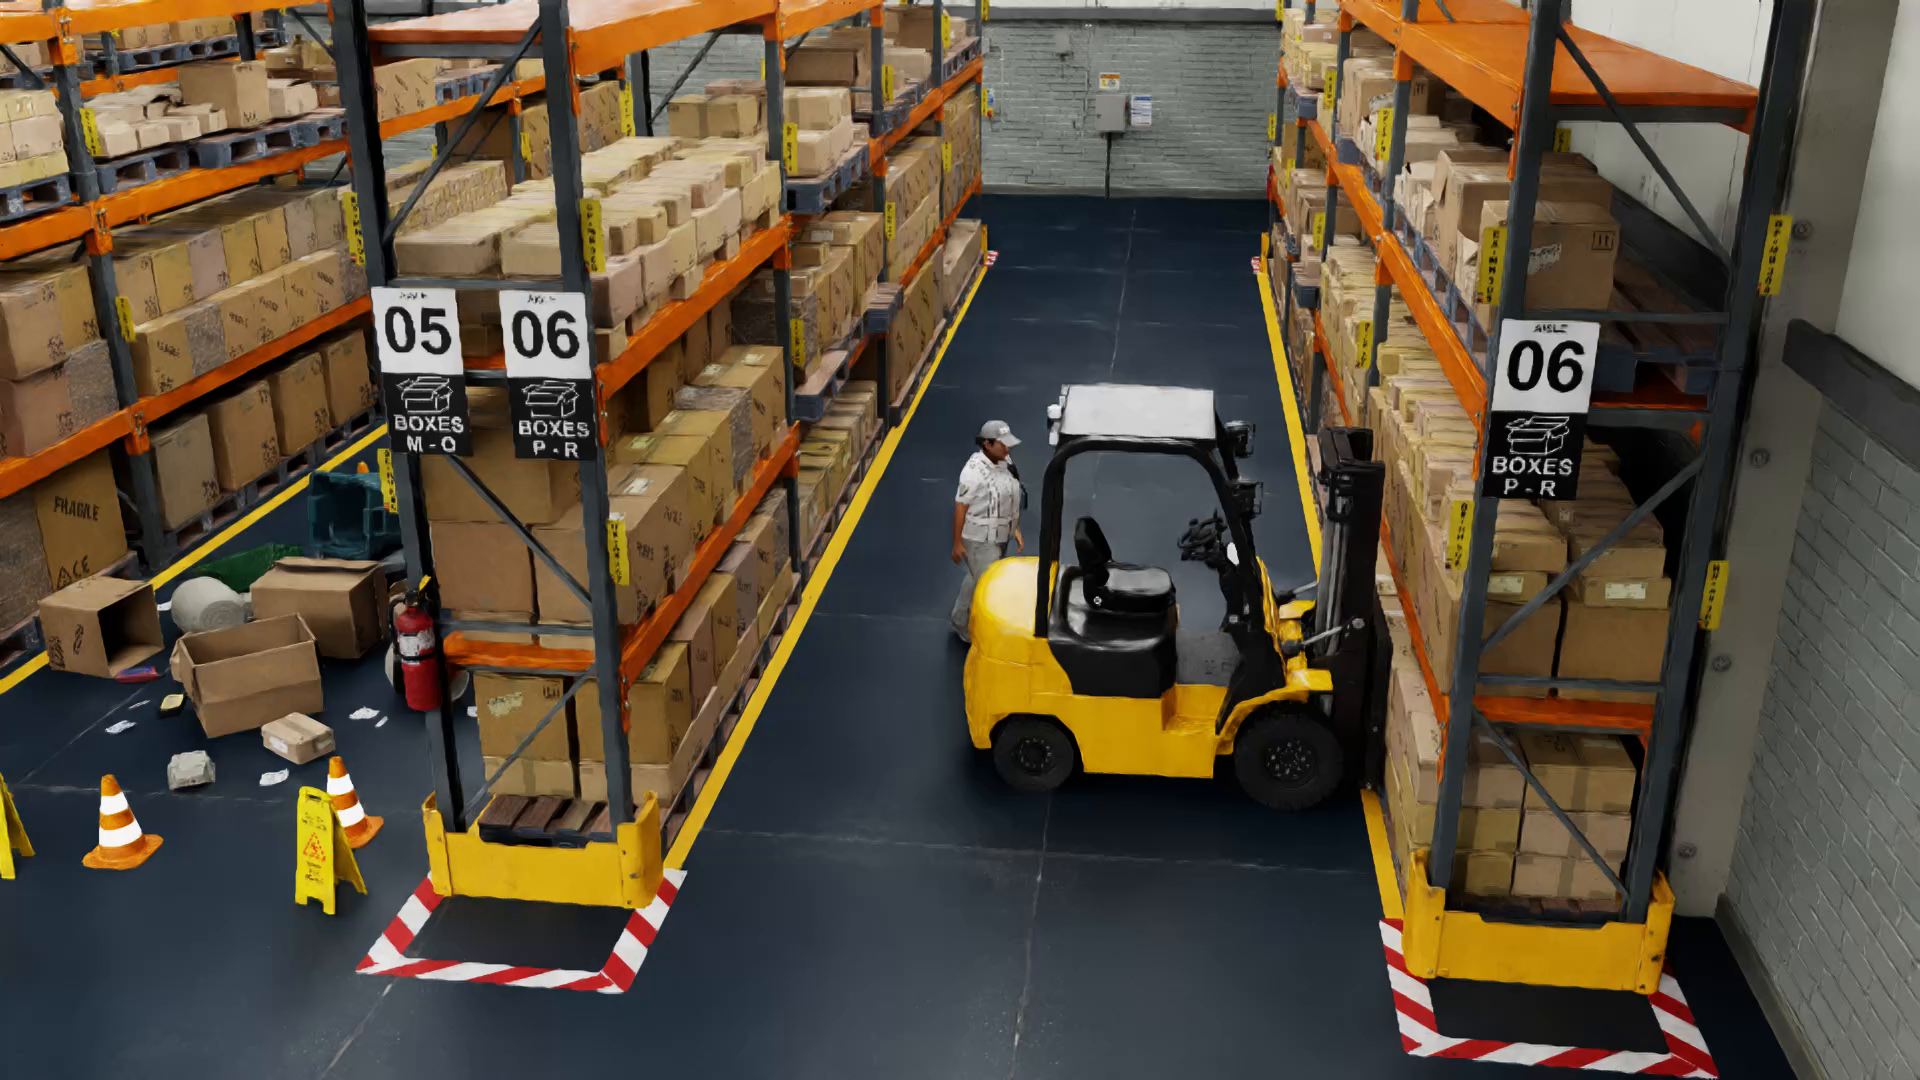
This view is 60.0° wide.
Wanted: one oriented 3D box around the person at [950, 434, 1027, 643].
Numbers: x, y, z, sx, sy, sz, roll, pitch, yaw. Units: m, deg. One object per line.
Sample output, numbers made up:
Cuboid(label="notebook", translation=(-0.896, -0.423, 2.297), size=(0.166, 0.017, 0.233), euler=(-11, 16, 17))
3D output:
Cuboid(label="person", translation=(0.249, 0.004, 11.101), size=(0.894, 1.620, 0.543), euler=(13, 25, 30))
